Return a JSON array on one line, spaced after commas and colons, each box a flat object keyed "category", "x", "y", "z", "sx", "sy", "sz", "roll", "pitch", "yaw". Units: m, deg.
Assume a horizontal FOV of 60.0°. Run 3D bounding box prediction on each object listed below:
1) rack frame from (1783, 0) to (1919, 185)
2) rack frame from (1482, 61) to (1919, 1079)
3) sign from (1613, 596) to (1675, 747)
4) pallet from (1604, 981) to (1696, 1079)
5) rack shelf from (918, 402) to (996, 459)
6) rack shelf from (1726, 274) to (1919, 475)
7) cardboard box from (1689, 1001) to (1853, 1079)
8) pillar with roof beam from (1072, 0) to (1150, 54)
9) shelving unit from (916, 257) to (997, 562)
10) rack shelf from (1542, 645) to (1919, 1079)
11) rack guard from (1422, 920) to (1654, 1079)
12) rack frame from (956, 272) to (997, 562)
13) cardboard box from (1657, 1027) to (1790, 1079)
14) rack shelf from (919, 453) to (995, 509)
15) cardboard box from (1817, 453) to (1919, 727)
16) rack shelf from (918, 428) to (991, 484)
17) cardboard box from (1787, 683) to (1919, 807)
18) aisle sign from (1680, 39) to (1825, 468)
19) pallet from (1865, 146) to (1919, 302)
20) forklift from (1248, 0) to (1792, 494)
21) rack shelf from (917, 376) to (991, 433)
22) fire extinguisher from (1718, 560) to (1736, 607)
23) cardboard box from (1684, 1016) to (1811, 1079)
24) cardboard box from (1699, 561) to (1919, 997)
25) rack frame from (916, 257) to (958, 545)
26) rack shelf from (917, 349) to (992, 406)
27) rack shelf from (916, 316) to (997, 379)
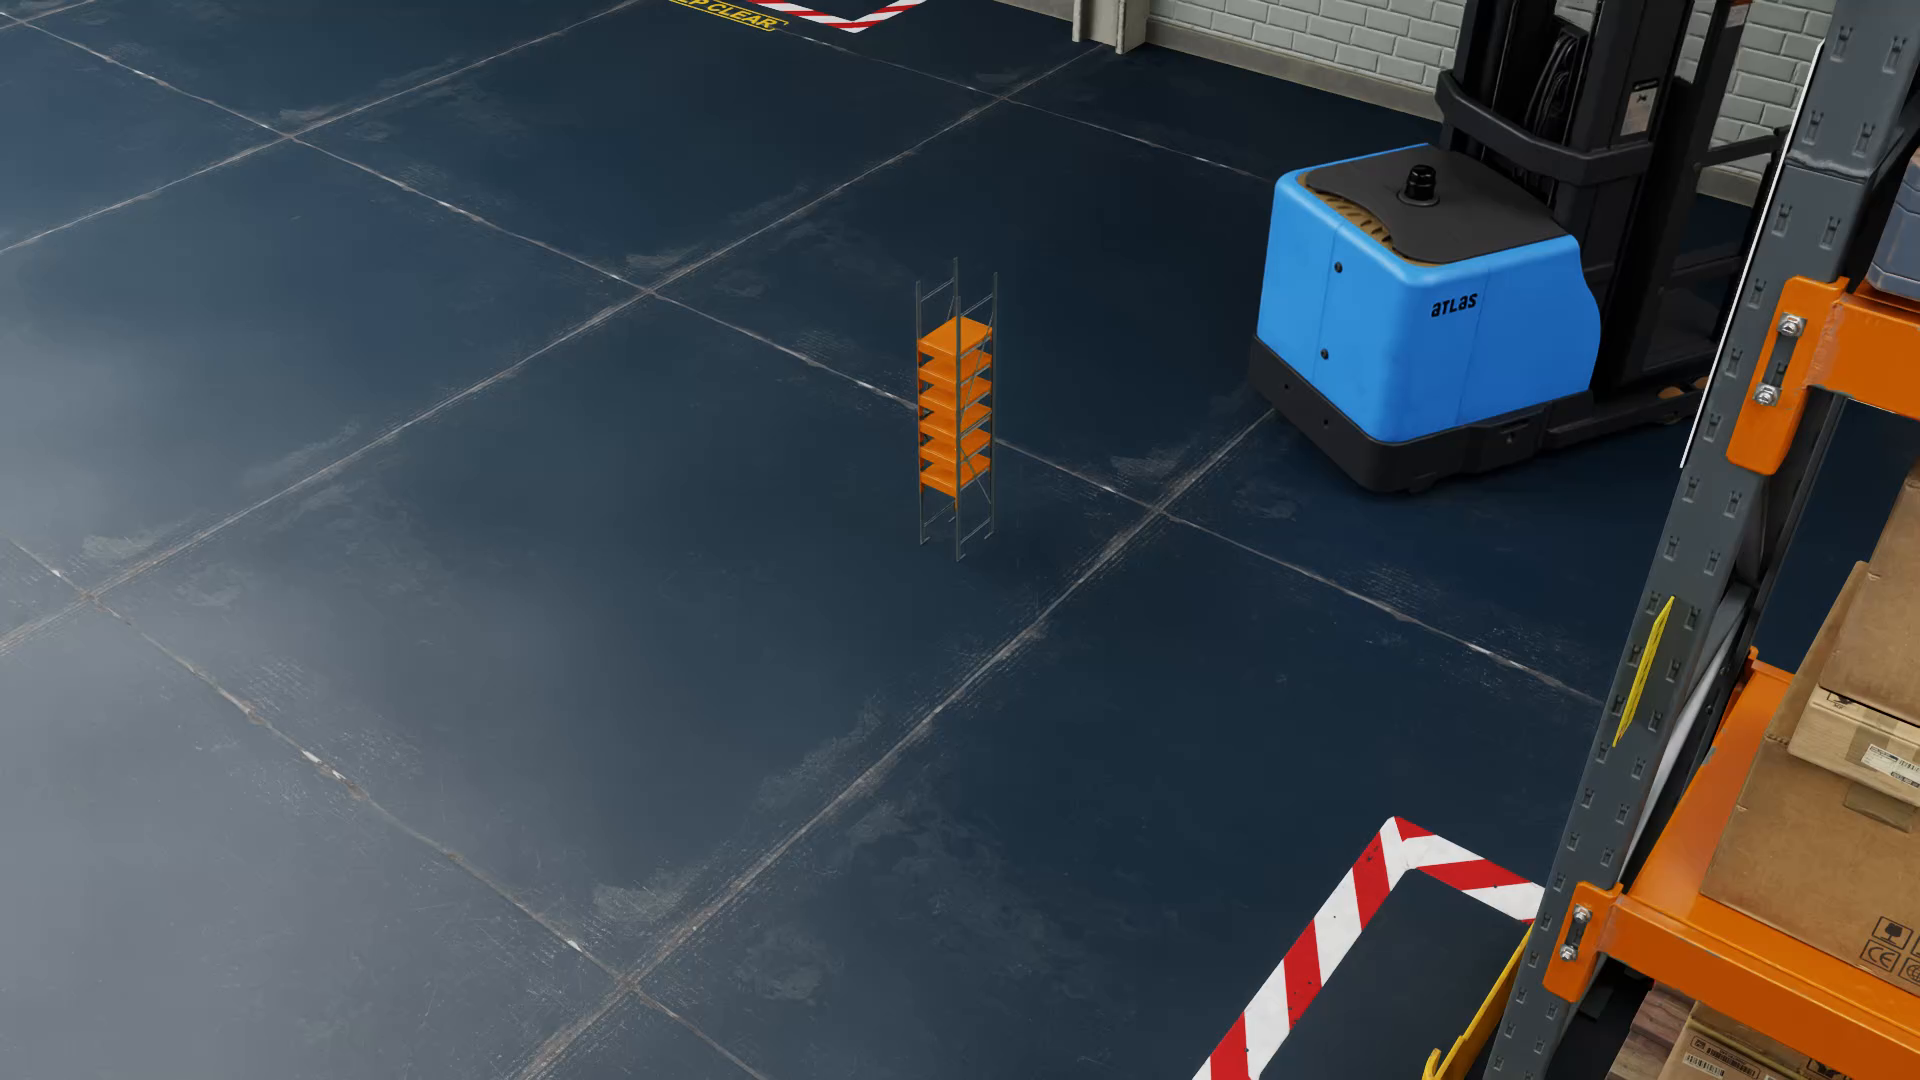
[{"category": "rack frame", "x": 1.665, "y": -2.002, "z": 2.007, "sx": 0.127, "sy": 3.000, "sz": 1.000, "roll": 25, "pitch": 45, "yaw": 29}, {"category": "rack frame", "x": 1.665, "y": 0.361, "z": 3.856, "sx": 0.127, "sy": 3.000, "sz": 1.000, "roll": 25, "pitch": 45, "yaw": 29}, {"category": "sign", "x": 1.323, "y": 0.258, "z": 3.221, "sx": 0.005, "sy": 0.325, "sz": 0.100, "roll": 25, "pitch": 45, "yaw": 29}, {"category": "pallet", "x": 2.297, "y": 1.724, "z": 4.376, "sx": 1.213, "sy": 0.211, "sz": 1.003, "roll": 25, "pitch": 45, "yaw": 29}, {"category": "rack shelf", "x": -0.011, "y": -0.443, "z": 6.414, "sx": 0.180, "sy": 0.103, "sz": 0.258, "roll": 25, "pitch": 45, "yaw": 29}, {"category": "rack shelf", "x": 3.253, "y": 0.212, "z": 2.197, "sx": 4.000, "sy": 0.370, "sz": 1.077, "roll": 25, "pitch": 45, "yaw": 29}, {"category": "cardboard box", "x": 2.271, "y": 1.038, "z": 4.273, "sx": 0.500, "sy": 0.500, "sz": 0.500, "roll": 25, "pitch": 45, "yaw": 29}, {"category": "pillar with roof beam", "x": -1.629, "y": -4.729, "z": 5.491, "sx": 0.400, "sy": 9.000, "sz": 9.100, "roll": 25, "pitch": 45, "yaw": 29}, {"category": "shelving unit", "x": -0.011, "y": -0.478, "z": 6.387, "sx": 0.189, "sy": 1.200, "sz": 0.258, "roll": 25, "pitch": 45, "yaw": 29}, {"category": "rack shelf", "x": 3.253, "y": 1.393, "z": 3.121, "sx": 4.000, "sy": 0.370, "sz": 1.077, "roll": 25, "pitch": 45, "yaw": 29}, {"category": "rack guard", "x": 1.645, "y": 1.336, "z": 4.638, "sx": 0.348, "sy": 0.500, "sz": 1.175, "roll": 25, "pitch": 45, "yaw": 29}, {"category": "rack frame", "x": 0.061, "y": -0.444, "z": 6.343, "sx": 0.006, "sy": 1.200, "sz": 0.240, "roll": 25, "pitch": 45, "yaw": 29}, {"category": "cardboard box", "x": 1.955, "y": 1.588, "z": 4.179, "sx": 0.500, "sy": 0.250, "sz": 0.500, "roll": 25, "pitch": 45, "yaw": 29}, {"category": "rack shelf", "x": -0.011, "y": -0.254, "z": 6.562, "sx": 0.180, "sy": 0.103, "sz": 0.258, "roll": 25, "pitch": 45, "yaw": 29}, {"category": "cardboard box", "x": 2.070, "y": 0.011, "z": 3.169, "sx": 0.500, "sy": 0.500, "sz": 0.700, "roll": 25, "pitch": 45, "yaw": 29}, {"category": "rack shelf", "x": -0.011, "y": -0.348, "z": 6.488, "sx": 0.180, "sy": 0.103, "sz": 0.258, "roll": 25, "pitch": 45, "yaw": 29}, {"category": "cardboard box", "x": 1.845, "y": 0.318, "z": 3.303, "sx": 0.250, "sy": 0.149, "sz": 0.380, "roll": 25, "pitch": 44, "yaw": 28}, {"category": "aisle sign", "x": 1.426, "y": -0.538, "z": 2.895, "sx": 0.004, "sy": 0.787, "sz": 0.394, "roll": 25, "pitch": 45, "yaw": 29}, {"category": "pallet", "x": 2.210, "y": -0.508, "z": 2.604, "sx": 1.213, "sy": 0.211, "sz": 1.003, "roll": 25, "pitch": 45, "yaw": 29}, {"category": "forklift", "x": 2.871, "y": -1.948, "z": 6.861, "sx": 3.031, "sy": 2.935, "sz": 1.130, "roll": -15, "pitch": 41, "yaw": -19}, {"category": "rack shelf", "x": -0.011, "y": -0.537, "z": 6.340, "sx": 0.180, "sy": 0.103, "sz": 0.258, "roll": 25, "pitch": 45, "yaw": 29}, {"category": "fire extinguisher", "x": 1.853, "y": 0.119, "z": 4.227, "sx": 0.183, "sy": 0.674, "sz": 0.296, "roll": 25, "pitch": 45, "yaw": 29}, {"category": "cardboard box", "x": 2.270, "y": 1.334, "z": 4.503, "sx": 0.500, "sy": 0.250, "sz": 0.500, "roll": 25, "pitch": 45, "yaw": 29}, {"category": "cardboard box", "x": 2.028, "y": 0.502, "z": 3.594, "sx": 0.500, "sy": 0.500, "sz": 0.700, "roll": 25, "pitch": 45, "yaw": 29}, {"category": "rack frame", "x": -0.084, "y": -0.512, "z": 6.431, "sx": 0.006, "sy": 1.200, "sz": 0.240, "roll": 25, "pitch": 45, "yaw": 29}, {"category": "rack shelf", "x": -0.011, "y": -0.632, "z": 6.266, "sx": 0.180, "sy": 0.103, "sz": 0.258, "roll": 25, "pitch": 45, "yaw": 29}, {"category": "rack shelf", "x": -0.012, "y": -0.726, "z": 6.192, "sx": 0.180, "sy": 0.103, "sz": 0.258, "roll": 25, "pitch": 45, "yaw": 29}]
